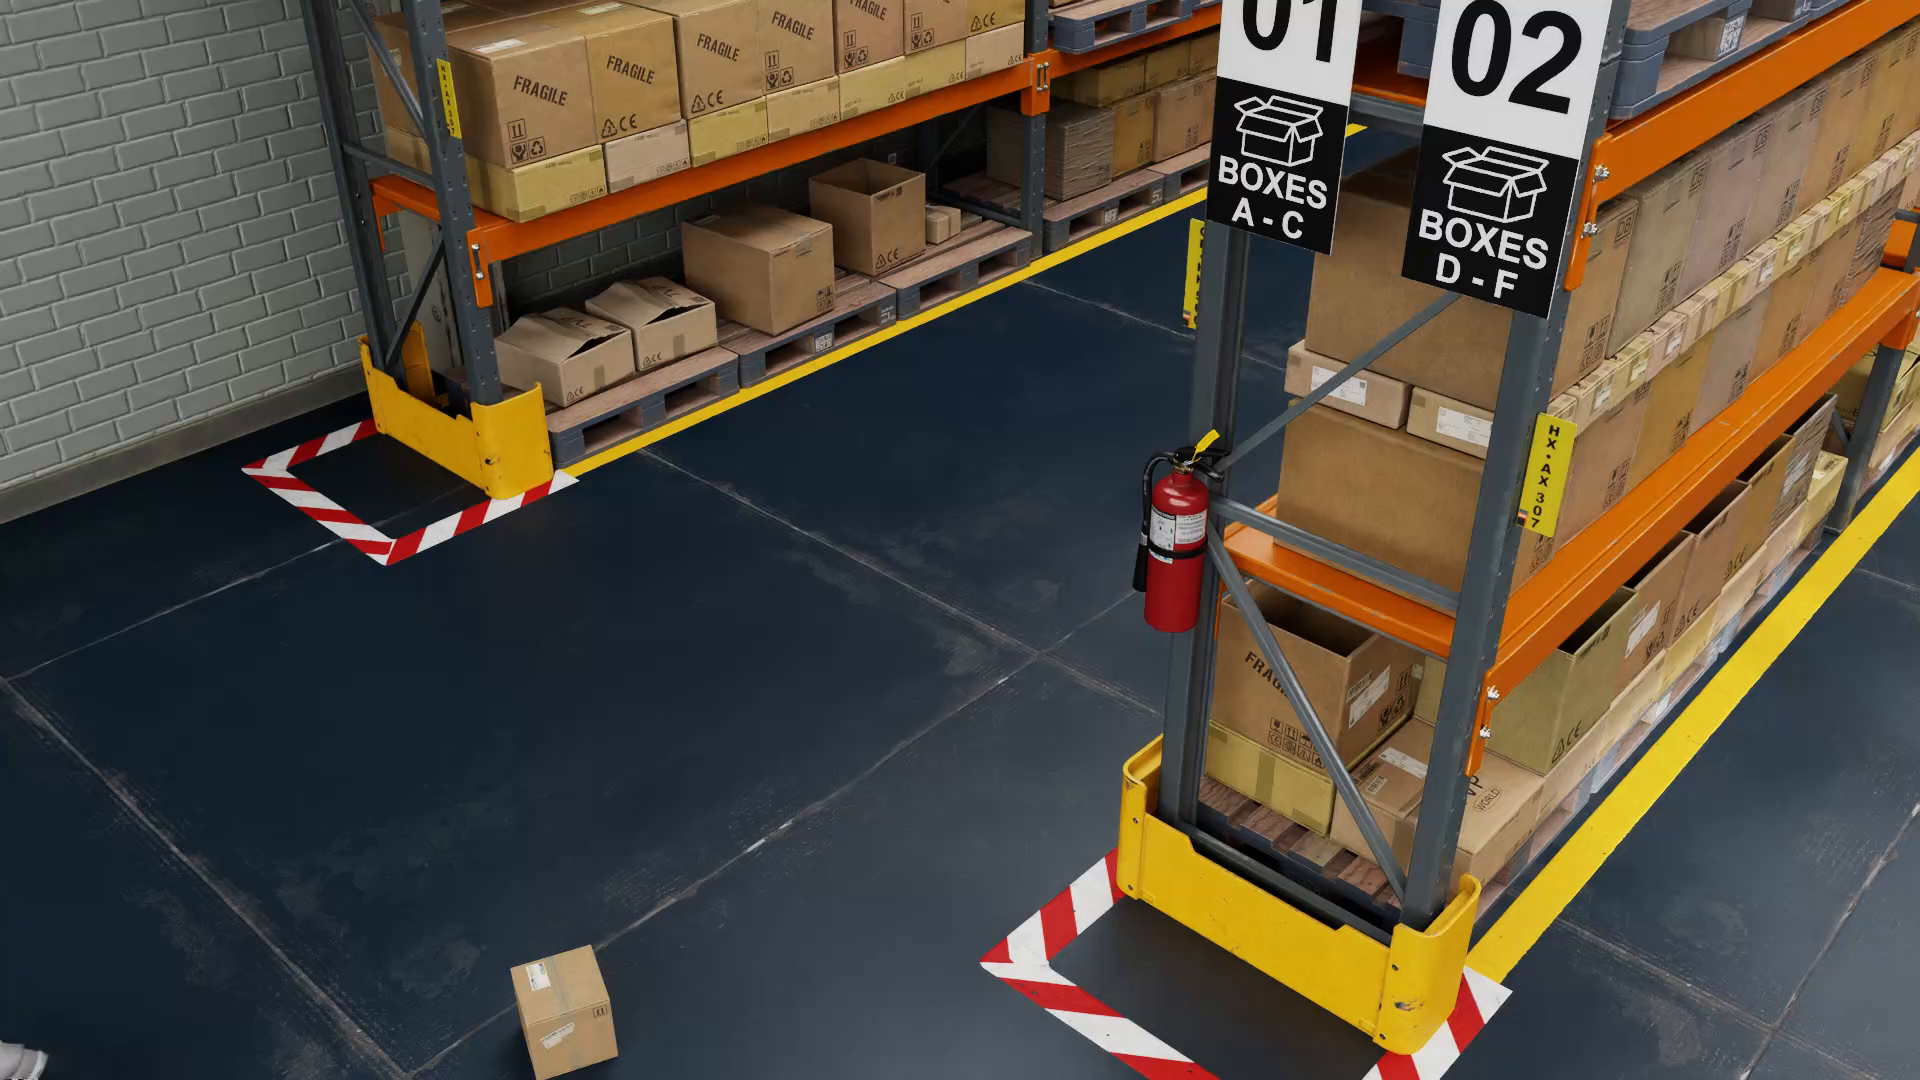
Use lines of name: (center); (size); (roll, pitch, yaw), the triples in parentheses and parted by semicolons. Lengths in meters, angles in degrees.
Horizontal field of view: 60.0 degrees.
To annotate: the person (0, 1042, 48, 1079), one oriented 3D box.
person: (-2.967, 1.115, 4.265); (0.823, 1.658, 0.459); (-13, 34, -20)
